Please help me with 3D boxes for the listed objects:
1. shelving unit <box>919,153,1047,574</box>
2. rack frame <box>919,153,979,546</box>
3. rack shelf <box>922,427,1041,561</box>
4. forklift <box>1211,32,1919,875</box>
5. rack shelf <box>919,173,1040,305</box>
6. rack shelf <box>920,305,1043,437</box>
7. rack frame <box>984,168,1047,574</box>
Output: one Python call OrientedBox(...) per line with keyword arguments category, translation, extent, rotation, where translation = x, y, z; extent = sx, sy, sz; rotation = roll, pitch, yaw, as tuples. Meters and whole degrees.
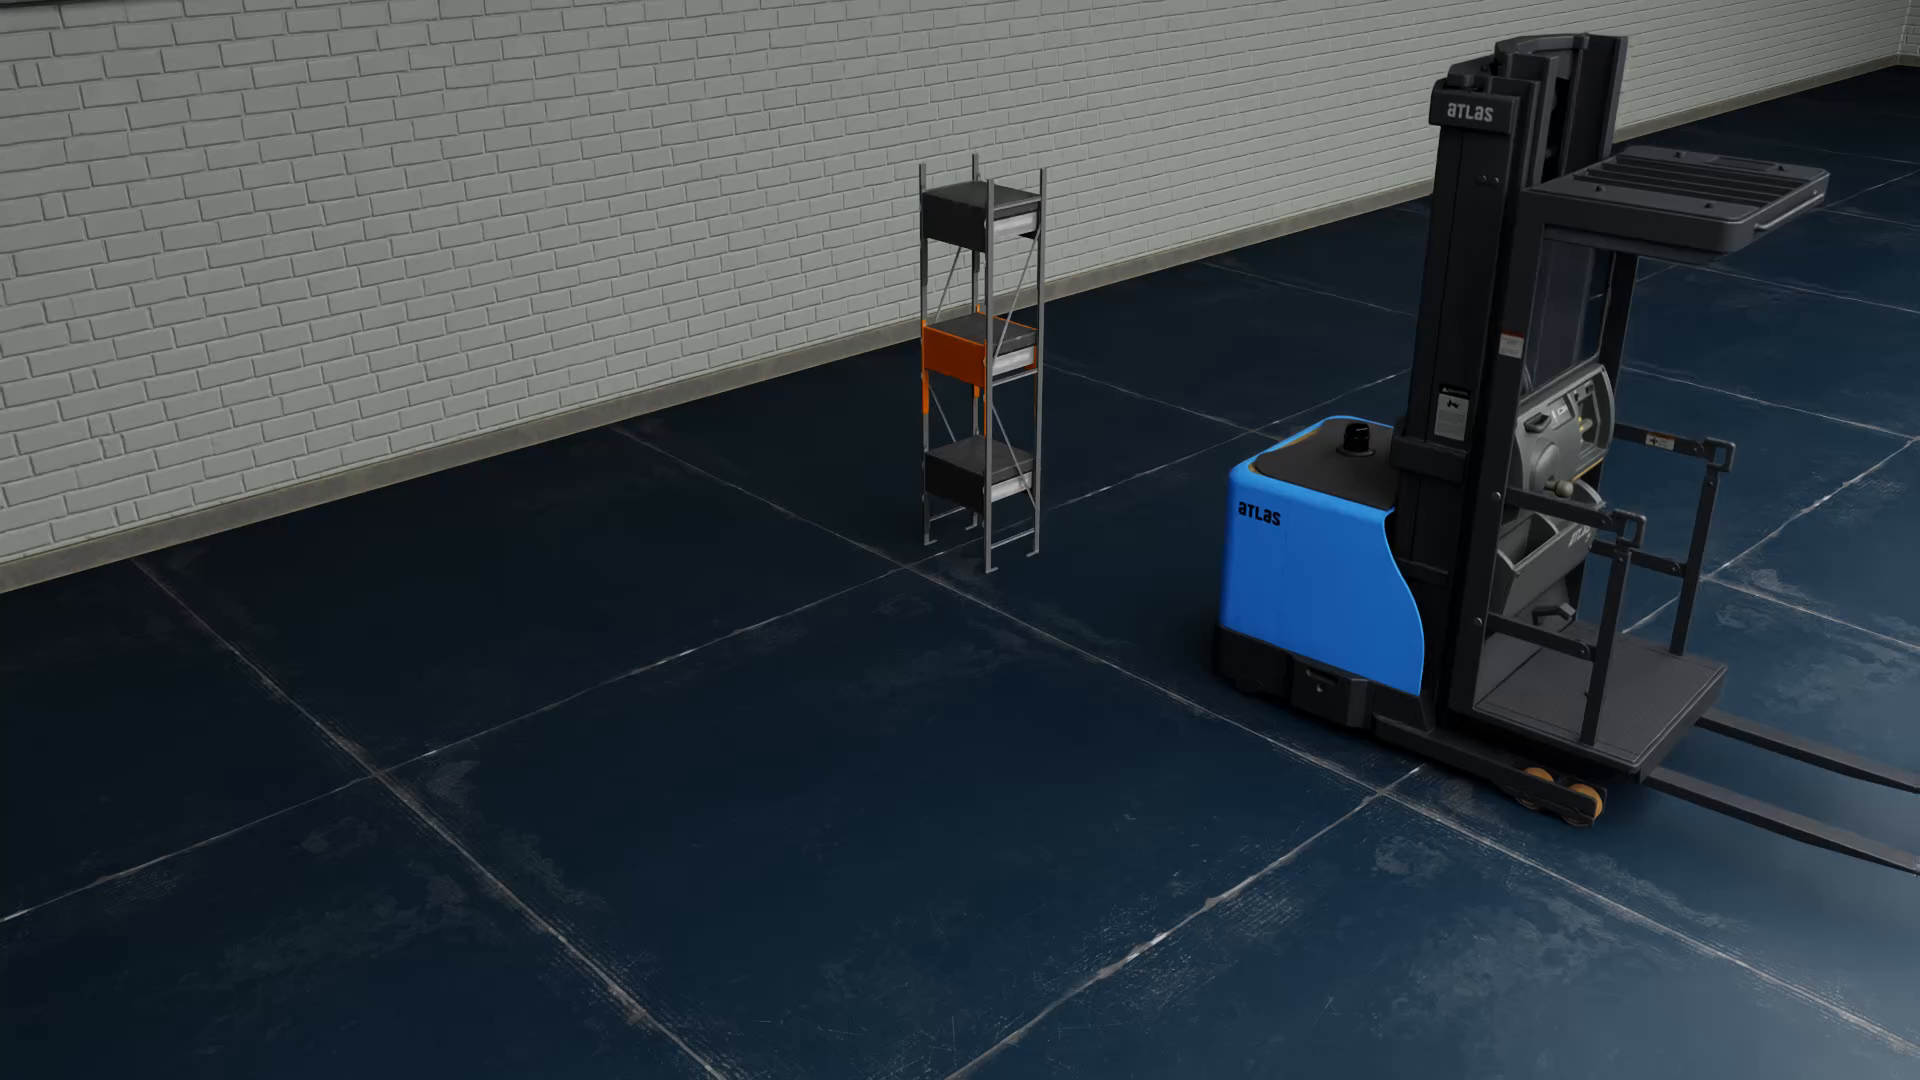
OrientedBox(category="shelving unit", translation=(0.113, -0.905, 8.704), extent=(0.431, 2.100, 0.503), rotation=(-21, 32, -38))
OrientedBox(category="rack frame", translation=(-0.054, -0.979, 8.866), extent=(0.400, 2.100, 0.015), rotation=(-21, 32, -38))
OrientedBox(category="rack shelf", translation=(0.113, -0.256, 9.000), extent=(0.431, 0.518, 0.480), rotation=(-21, 32, -38))
OrientedBox(category="forklift", translation=(2.619, -0.424, 6.649), extent=(3.031, 2.935, 1.130), rotation=(20, 31, 37))
OrientedBox(category="rack shelf", translation=(0.113, -1.530, 8.419), extent=(0.431, 0.518, 0.480), rotation=(-21, 32, -38))
OrientedBox(category="rack shelf", translation=(0.113, -0.893, 8.710), extent=(0.431, 0.518, 0.480), rotation=(-21, 32, -38))
OrientedBox(category="rack frame", translation=(0.280, -0.831, 8.542), extent=(0.400, 2.100, 0.015), rotation=(-21, 32, -38))
